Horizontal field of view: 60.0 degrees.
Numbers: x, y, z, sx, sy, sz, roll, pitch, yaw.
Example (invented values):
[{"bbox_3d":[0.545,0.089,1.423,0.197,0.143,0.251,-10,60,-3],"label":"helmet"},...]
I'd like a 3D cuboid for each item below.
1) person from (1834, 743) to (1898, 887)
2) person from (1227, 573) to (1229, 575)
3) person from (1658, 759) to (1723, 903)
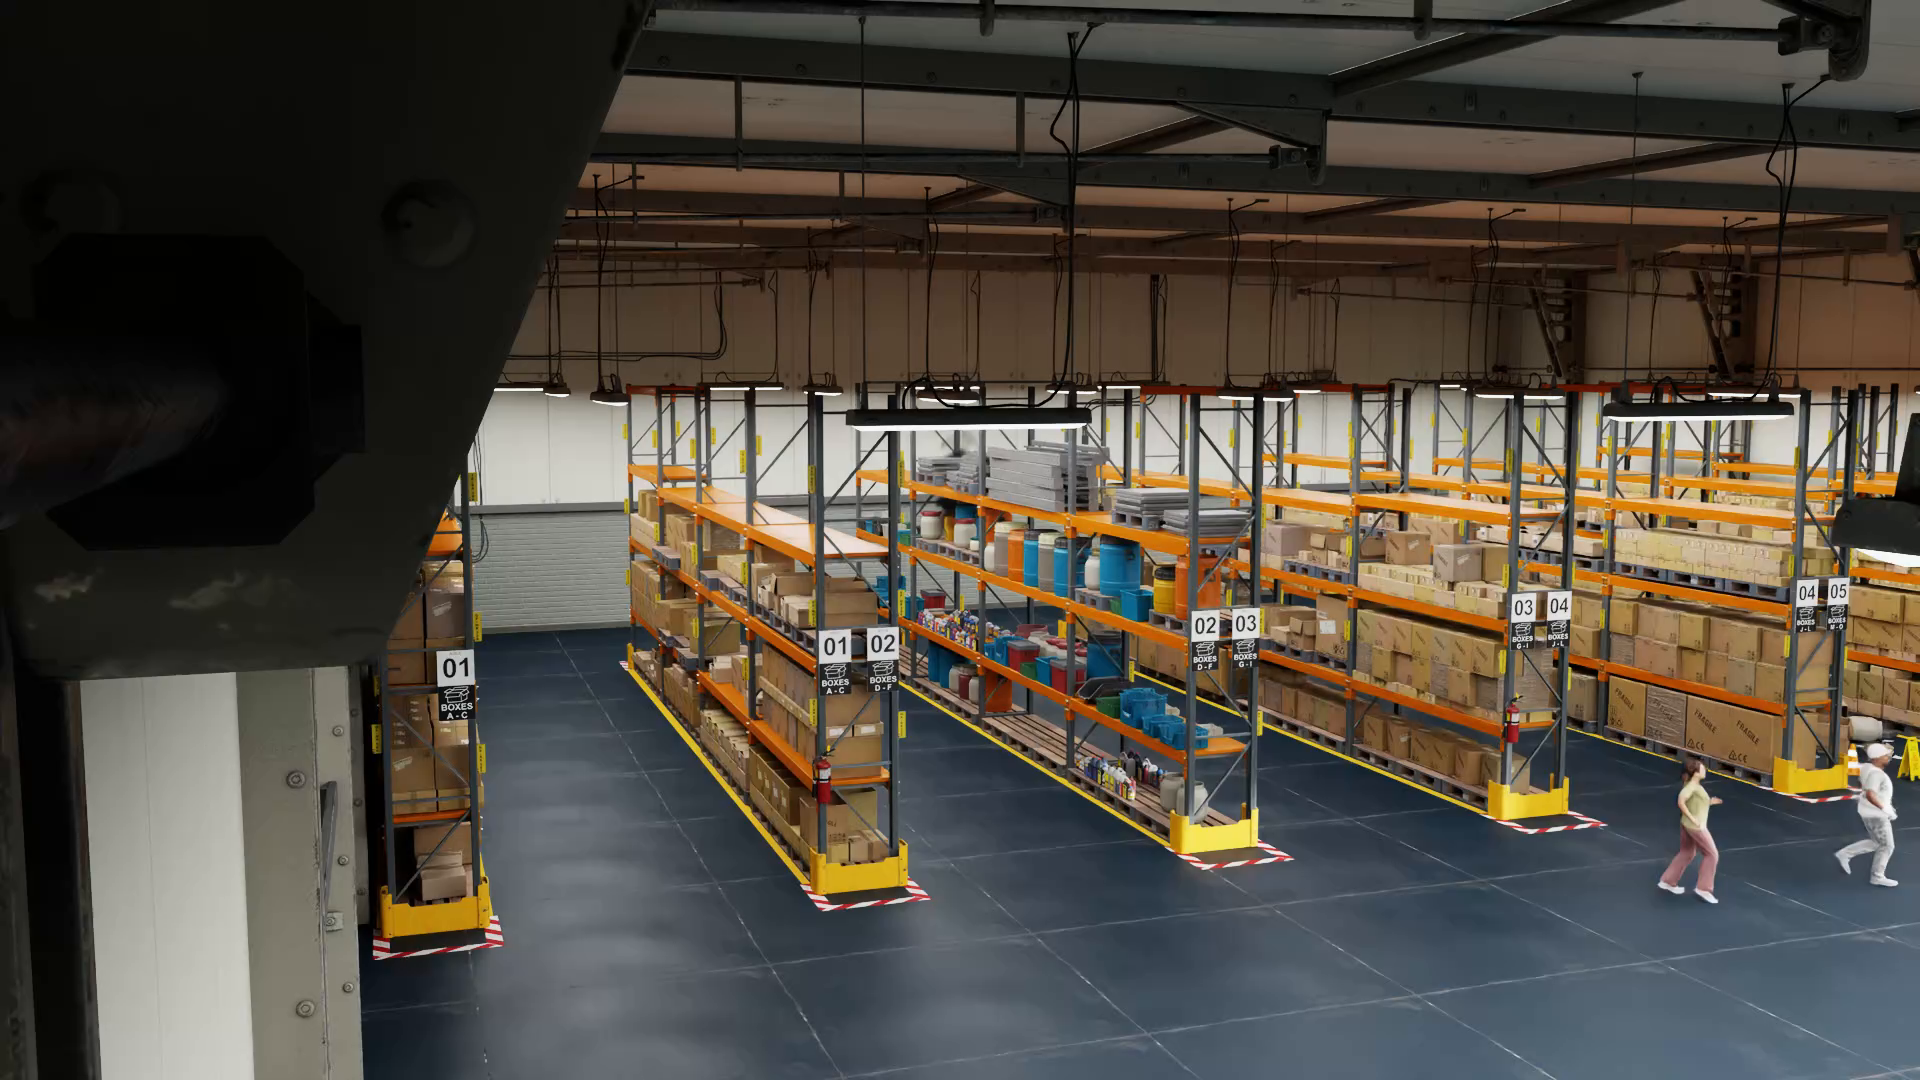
[{"bbox_3d":[11.151,3.355,20.372,0.696,1.749,0.705,2,6,19],"label":"person"},{"bbox_3d":[6.256,1.589,38.488,0.580,1.539,0.580,-1,6,-12],"label":"person"},{"bbox_3d":[8.717,3.460,19.811,0.688,1.722,0.561,1,6,10],"label":"person"}]
